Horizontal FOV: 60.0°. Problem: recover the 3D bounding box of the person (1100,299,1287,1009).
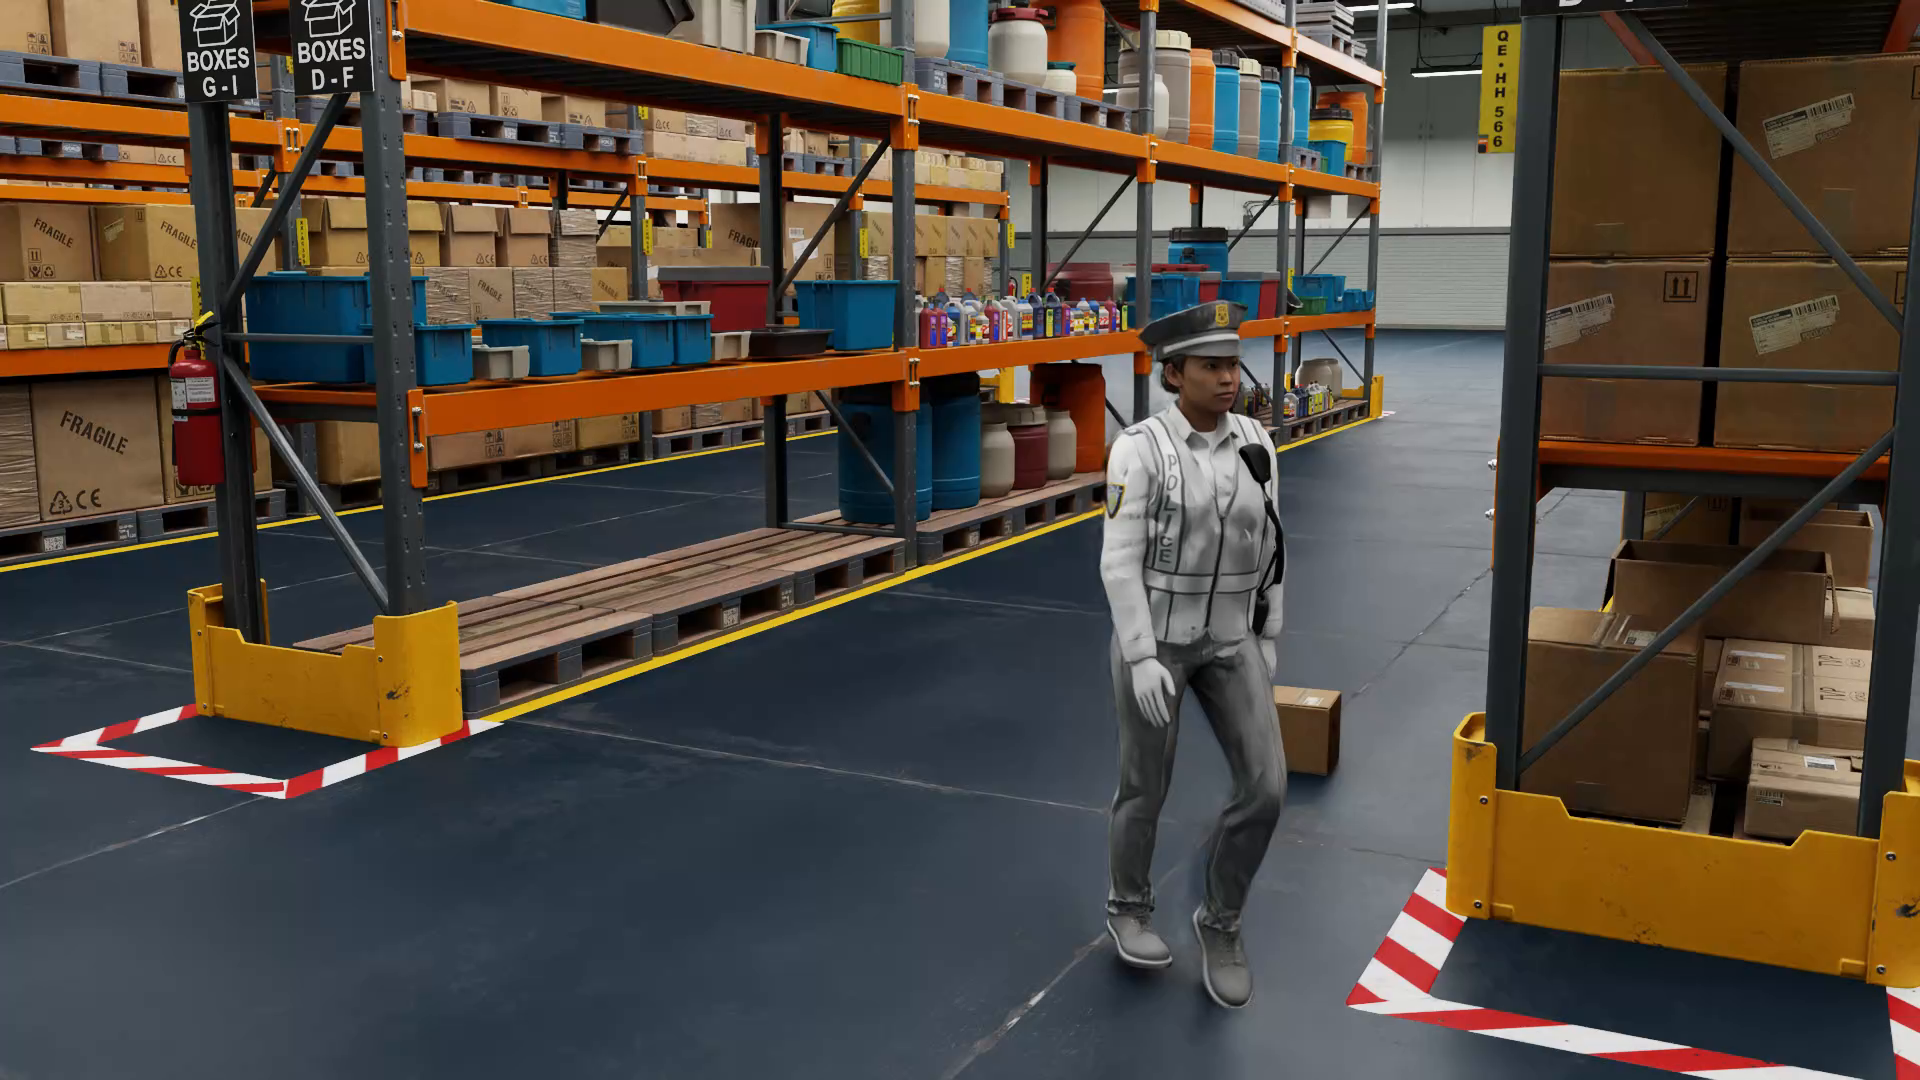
[{"bbox_3d":[0.568,0.276,4.069,0.536,1.717,0.532,-3,10,-20],"label":"person"}]
